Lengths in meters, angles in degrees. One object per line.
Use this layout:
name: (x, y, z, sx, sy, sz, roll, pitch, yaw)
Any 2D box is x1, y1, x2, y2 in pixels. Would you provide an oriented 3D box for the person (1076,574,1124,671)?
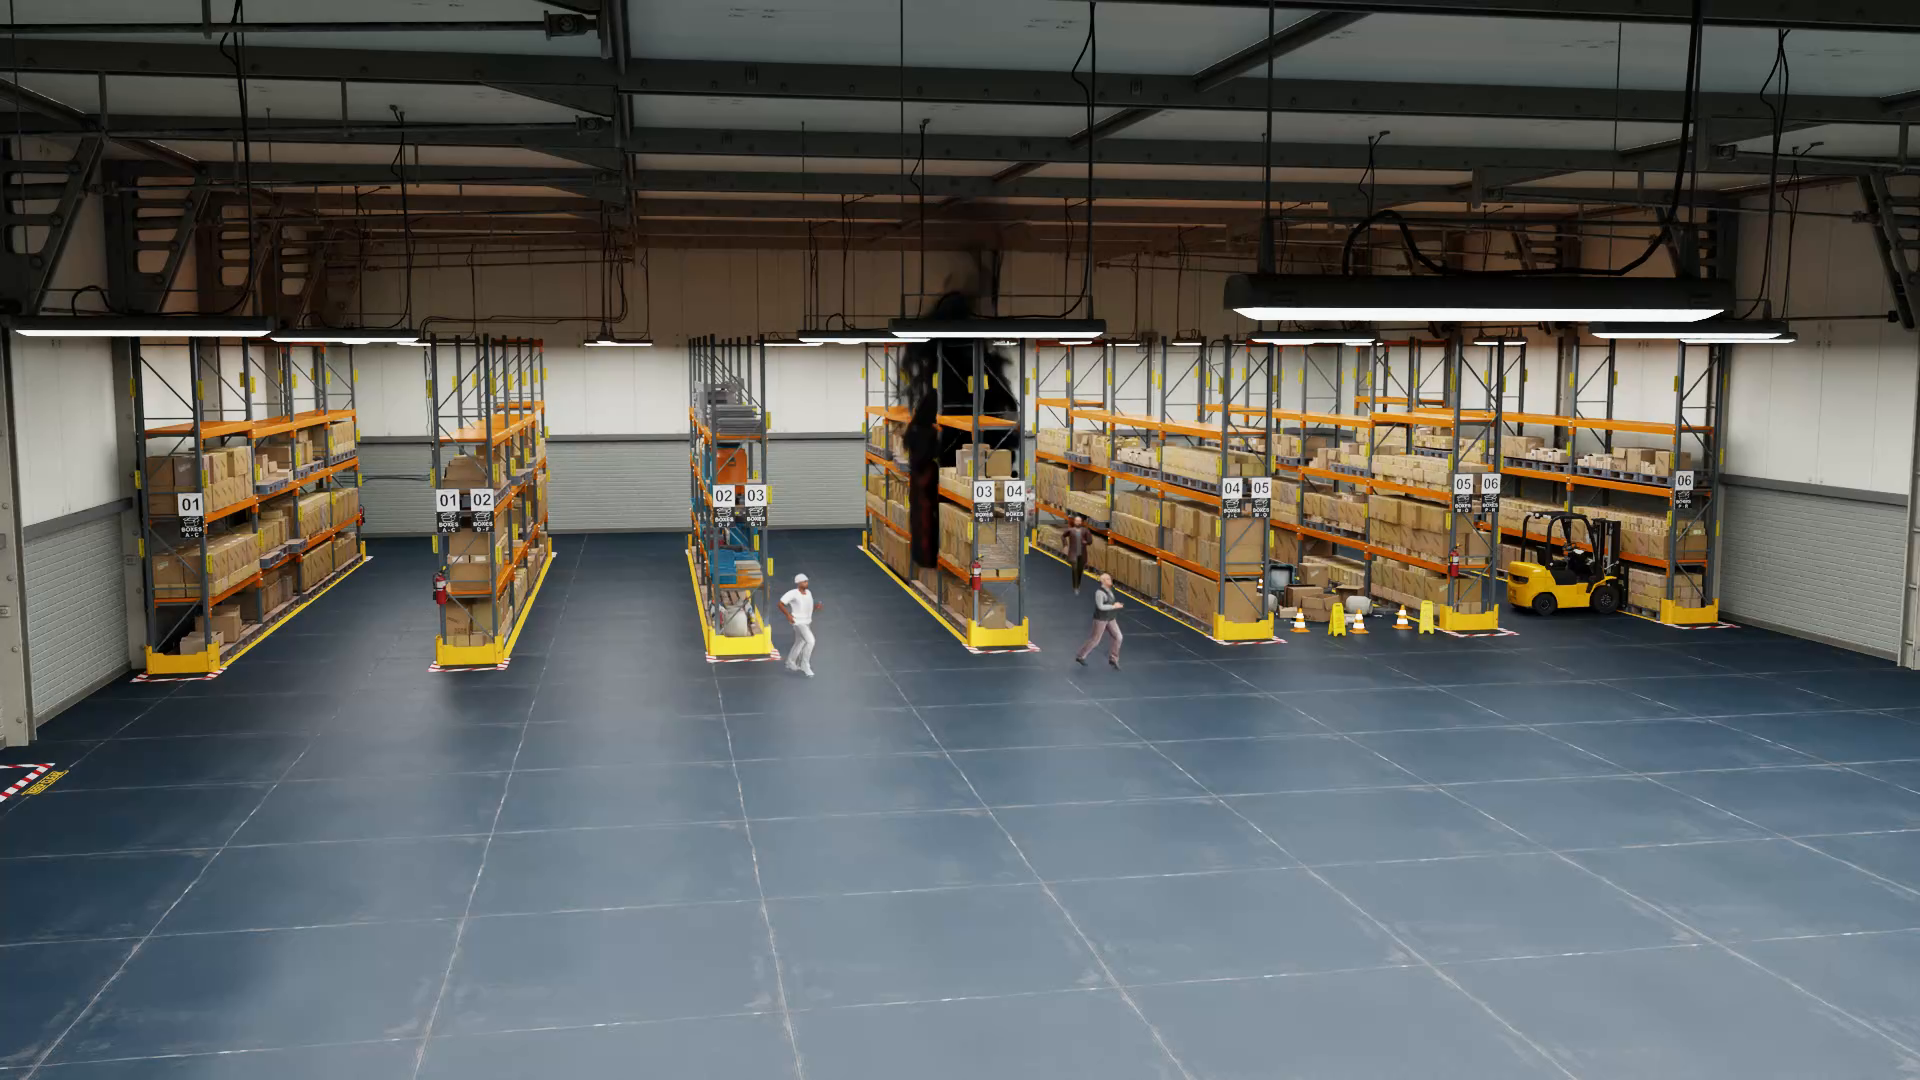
person: (2.543, 1.473, 29.747, 0.900, 1.767, 0.664, 4, 8, 32)

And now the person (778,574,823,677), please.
person: (-2.784, 1.495, 29.305, 0.735, 1.809, 0.685, 3, 7, 25)

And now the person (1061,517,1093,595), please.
person: (2.762, 0.344, 39.009, 0.694, 1.792, 0.992, -1, 7, -8)

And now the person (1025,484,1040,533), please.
person: (2.133, -0.835, 49.912, 0.962, 1.702, 0.738, -1, 7, -10)
